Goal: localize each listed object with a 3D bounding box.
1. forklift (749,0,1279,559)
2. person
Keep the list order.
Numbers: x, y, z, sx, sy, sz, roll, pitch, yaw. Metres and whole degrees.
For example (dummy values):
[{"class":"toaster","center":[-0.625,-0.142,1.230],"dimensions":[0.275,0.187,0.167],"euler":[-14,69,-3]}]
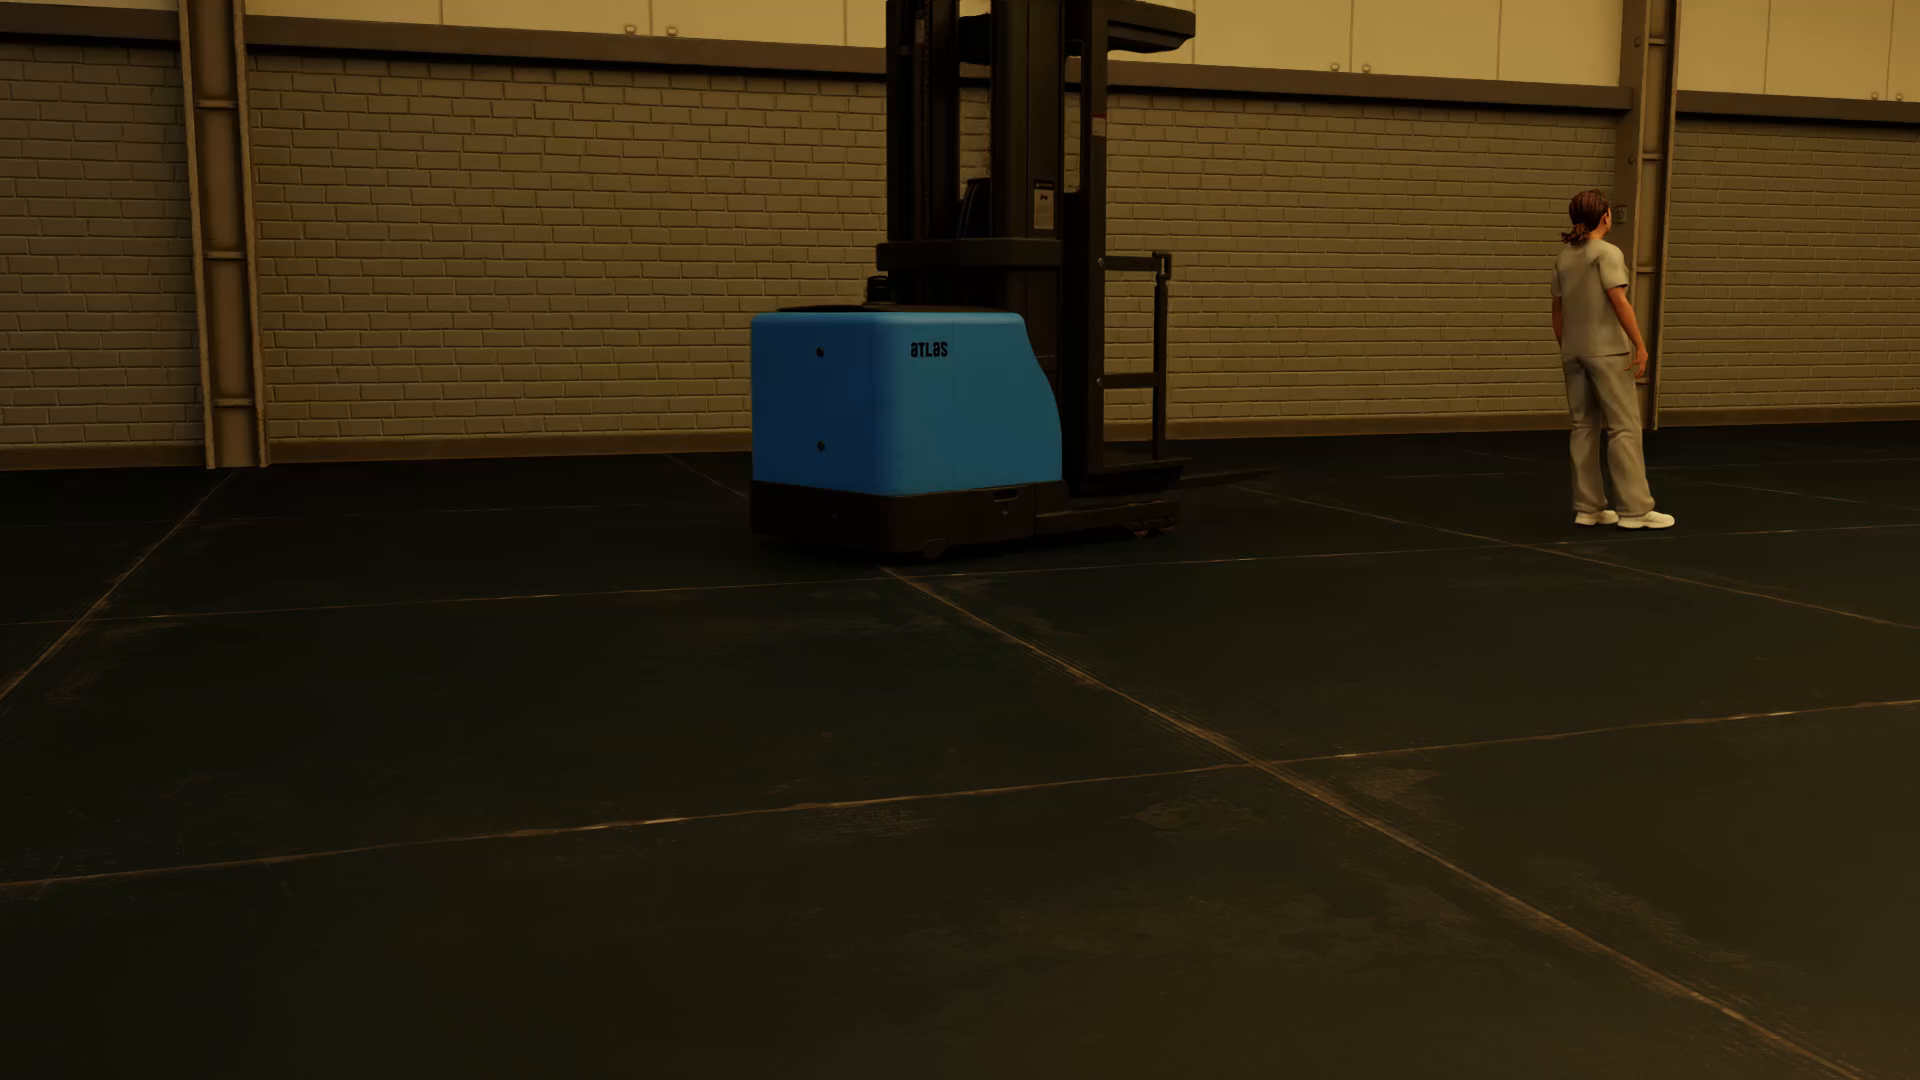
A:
[{"class":"forklift","center":[0.439,-1.513,8.174],"dimensions":[3.031,2.935,1.130],"euler":[-7,11,-44]},{"class":"person","center":[3.243,-0.907,8.342],"dimensions":[0.539,1.678,0.538],"euler":[-3,8,-23]}]
